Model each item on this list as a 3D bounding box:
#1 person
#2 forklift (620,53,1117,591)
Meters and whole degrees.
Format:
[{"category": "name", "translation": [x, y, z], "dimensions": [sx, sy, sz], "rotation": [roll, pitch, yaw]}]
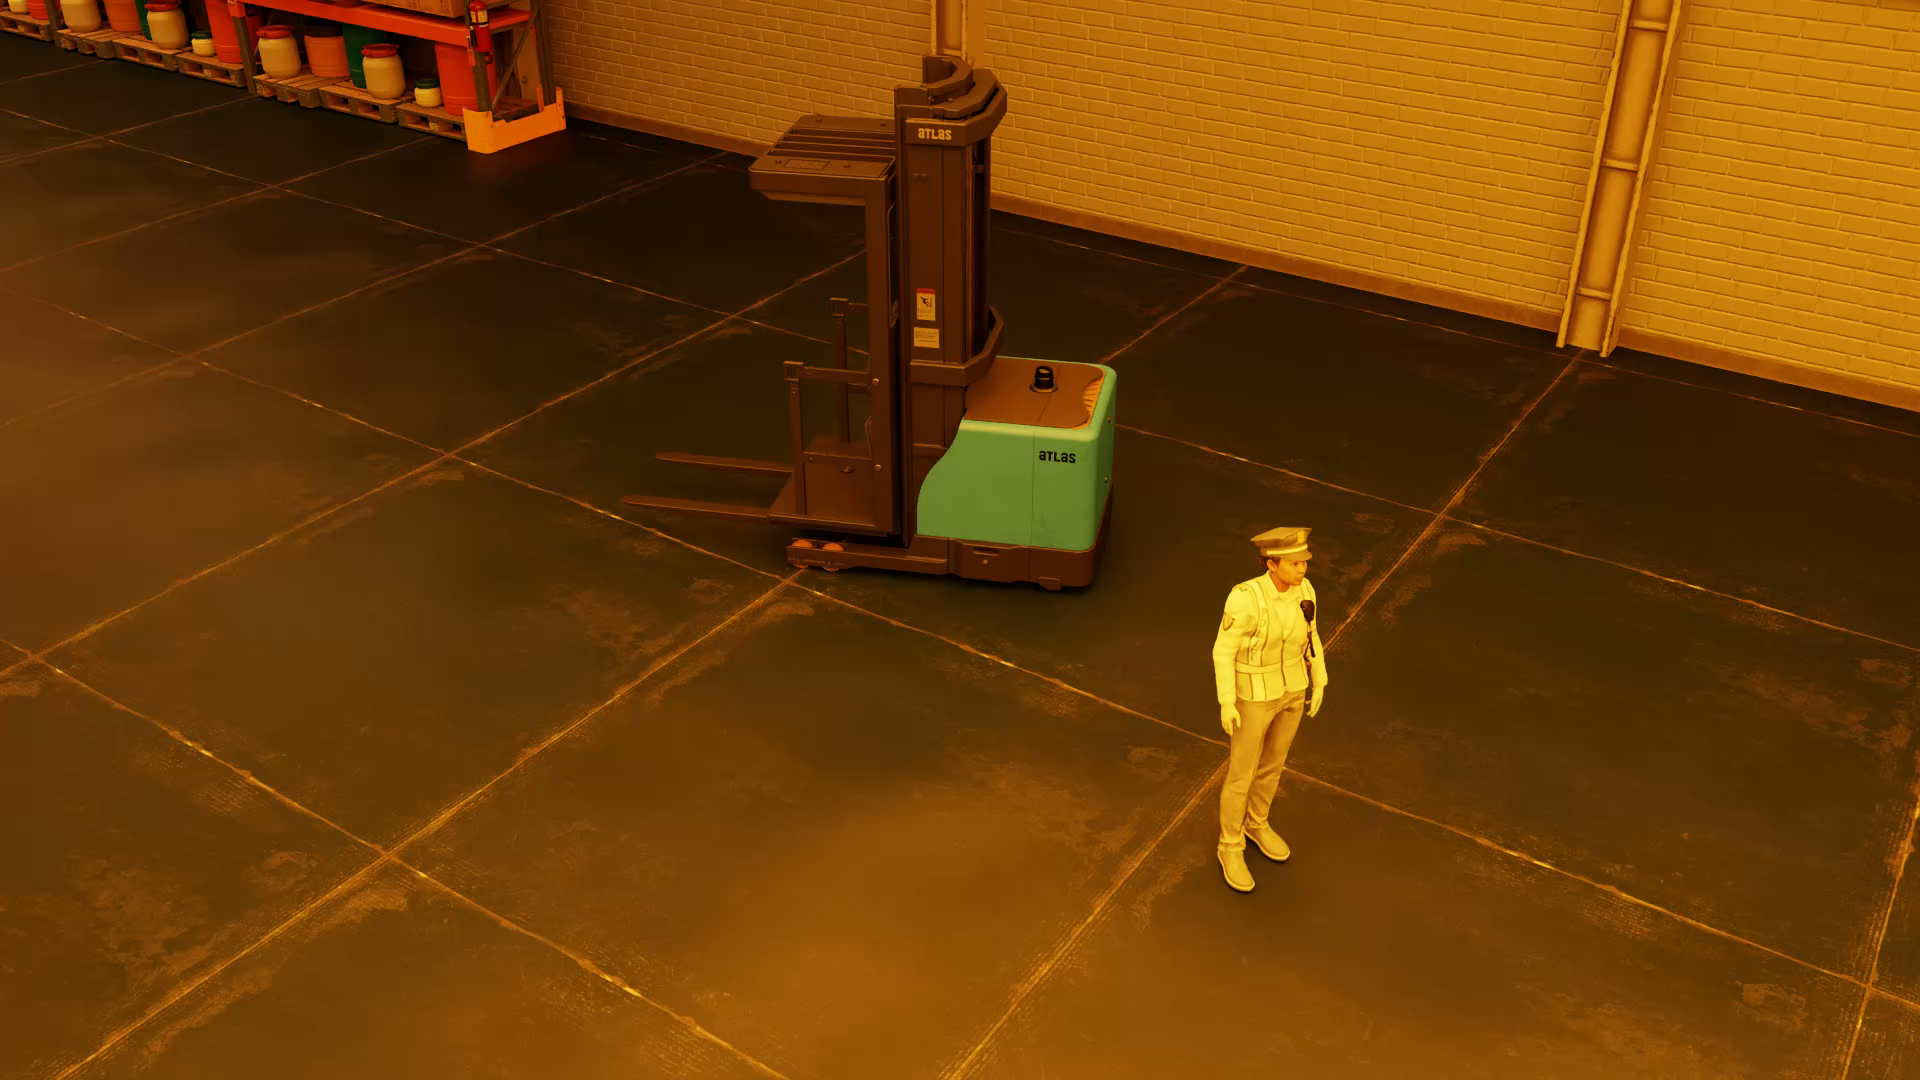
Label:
[{"category": "person", "translation": [1.437, 0.727, 7.546], "dimensions": [0.587, 1.694, 0.531], "rotation": [-13, 33, -21]}, {"category": "forklift", "translation": [-0.596, -1.330, 9.871], "dimensions": [3.031, 2.935, 1.130], "rotation": [6, 31, 10]}]
